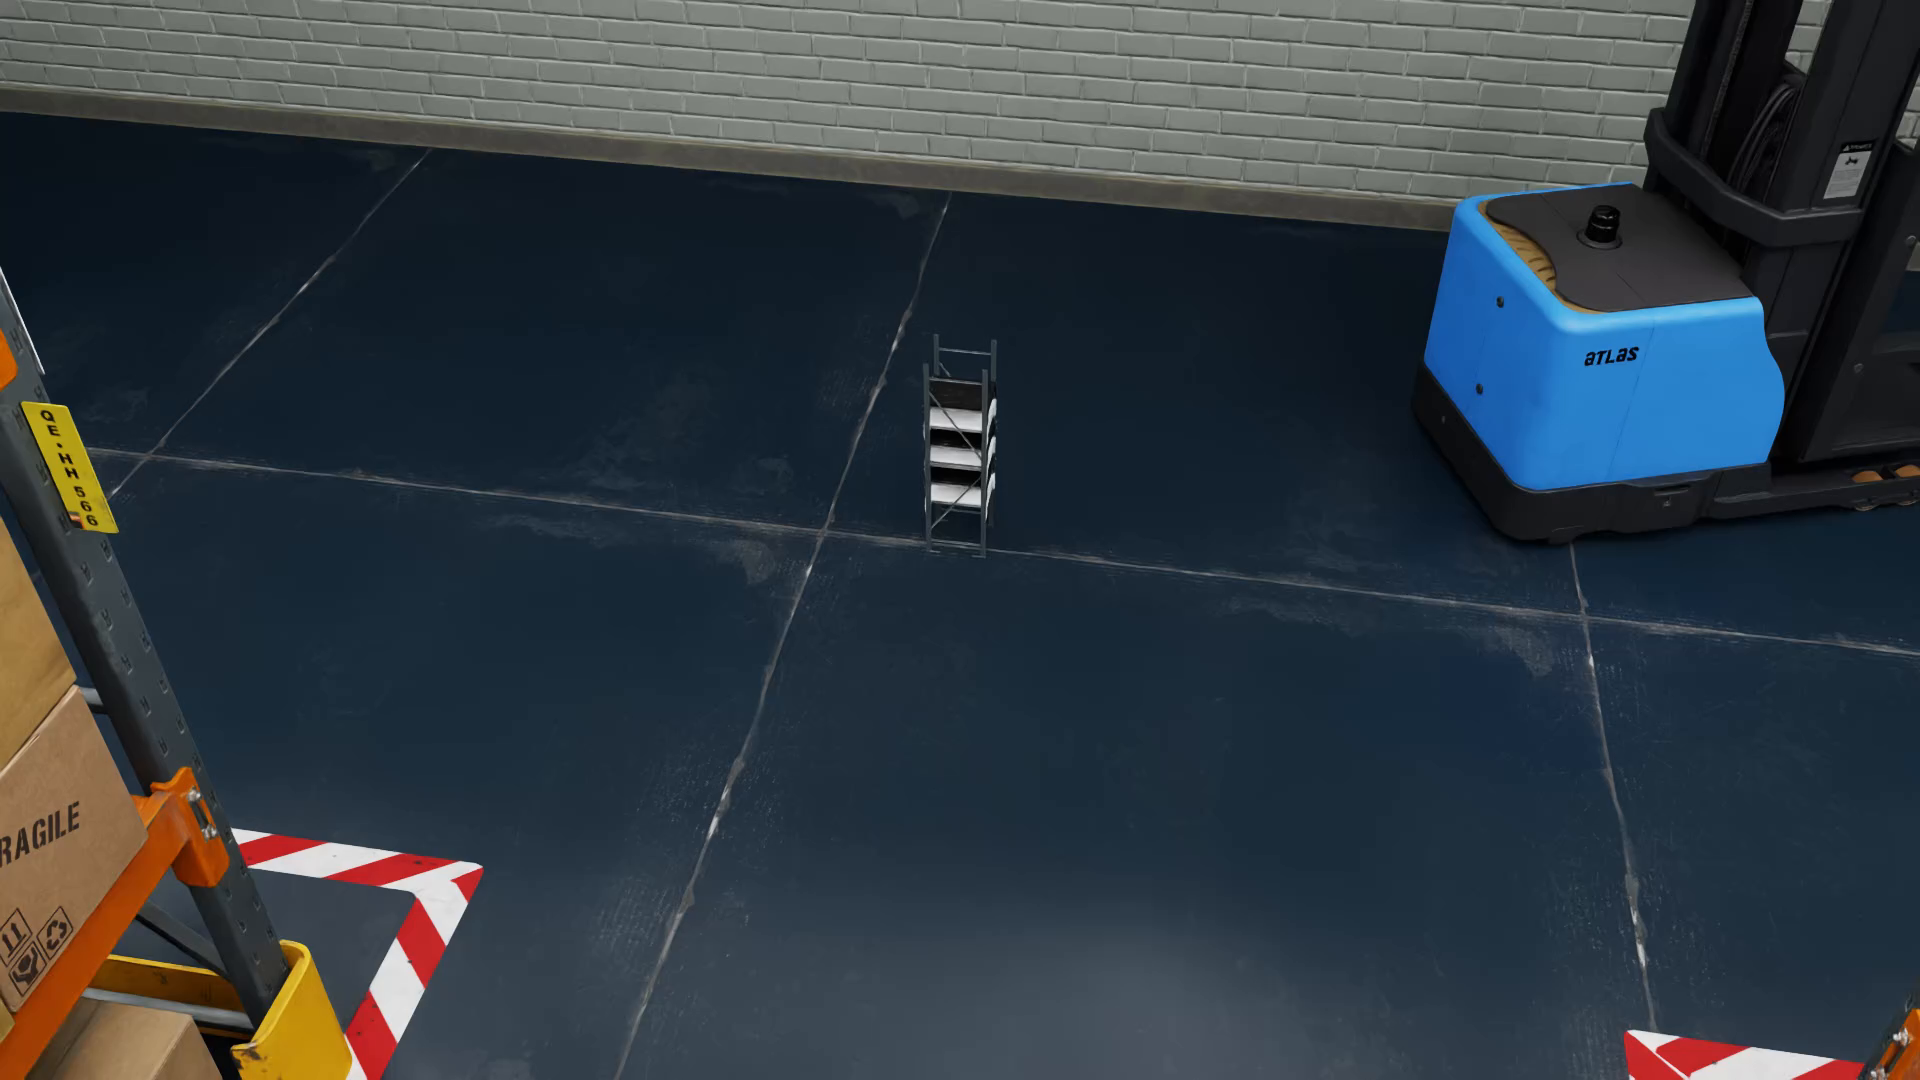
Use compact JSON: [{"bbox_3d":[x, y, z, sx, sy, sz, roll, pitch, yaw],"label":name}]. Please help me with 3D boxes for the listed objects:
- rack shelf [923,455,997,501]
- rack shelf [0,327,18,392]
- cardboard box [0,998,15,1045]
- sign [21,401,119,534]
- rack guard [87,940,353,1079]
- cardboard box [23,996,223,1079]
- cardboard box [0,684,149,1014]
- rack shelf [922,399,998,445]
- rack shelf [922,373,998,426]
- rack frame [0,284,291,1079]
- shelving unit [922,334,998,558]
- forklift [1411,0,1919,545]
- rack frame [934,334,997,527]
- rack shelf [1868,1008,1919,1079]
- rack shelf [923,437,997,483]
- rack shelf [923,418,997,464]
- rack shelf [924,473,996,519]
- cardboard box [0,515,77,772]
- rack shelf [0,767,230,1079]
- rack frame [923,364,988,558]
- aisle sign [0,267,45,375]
[{"bbox_3d":[0.001,-0.257,6.548,0.258,0.077,0.200,6,40,8],"label":"rack shelf"},{"bbox_3d":[-2.714,0.725,1.729,1.077,0.370,4.000,6,40,8],"label":"rack shelf"},{"bbox_3d":[-2.264,0.948,3.171,0.500,0.500,0.500,7,40,8],"label":"cardboard box"},{"bbox_3d":[-1.825,-0.145,3.415,0.100,0.325,0.005,6,40,8],"label":"sign"},{"bbox_3d":[-2.382,1.360,4.713,1.175,0.500,0.348,6,40,8],"label":"rack guard"},{"bbox_3d":[-2.220,1.511,4.184,0.500,0.500,0.500,6,40,8],"label":"cardboard box"},{"bbox_3d":[-2.178,0.622,3.566,0.500,0.500,0.500,8,40,9],"label":"cardboard box"},{"bbox_3d":[0.001,-0.465,6.376,0.258,0.077,0.200,6,40,8],"label":"rack shelf"},{"bbox_3d":[0.001,-0.534,6.319,0.258,0.077,0.200,6,40,8],"label":"rack shelf"},{"bbox_3d":[-2.368,0.349,3.974,1.000,3.000,0.127,6,40,8],"label":"rack frame"},{"bbox_3d":[0.001,-0.352,6.469,0.258,0.900,0.210,6,40,8],"label":"shelving unit"},{"bbox_3d":[3.562,-1.575,6.355,3.031,2.935,1.130,-7,40,-9],"label":"forklift"},{"bbox_3d":[0.019,-0.416,6.547,0.240,0.900,0.006,6,40,8],"label":"rack frame"},{"bbox_3d":[2.164,2.430,2.021,1.077,0.370,4.000,6,40,8],"label":"rack shelf"},{"bbox_3d":[0.001,-0.326,6.491,0.258,0.077,0.200,6,40,8],"label":"rack shelf"},{"bbox_3d":[0.001,-0.396,6.433,0.258,0.077,0.200,6,40,8],"label":"rack shelf"},{"bbox_3d":[0.001,-0.187,6.605,0.258,0.077,0.200,6,40,8],"label":"rack shelf"},{"bbox_3d":[-2.175,0.235,3.249,0.500,0.500,0.500,6,40,7],"label":"cardboard box"},{"bbox_3d":[-2.714,1.881,2.685,1.077,0.370,4.000,6,40,8],"label":"rack shelf"},{"bbox_3d":[-0.016,-0.288,6.392,0.240,0.900,0.006,6,40,8],"label":"rack frame"},{"bbox_3d":[-2.055,-0.662,3.156,0.394,0.787,0.004,6,40,8],"label":"aisle sign"}]
